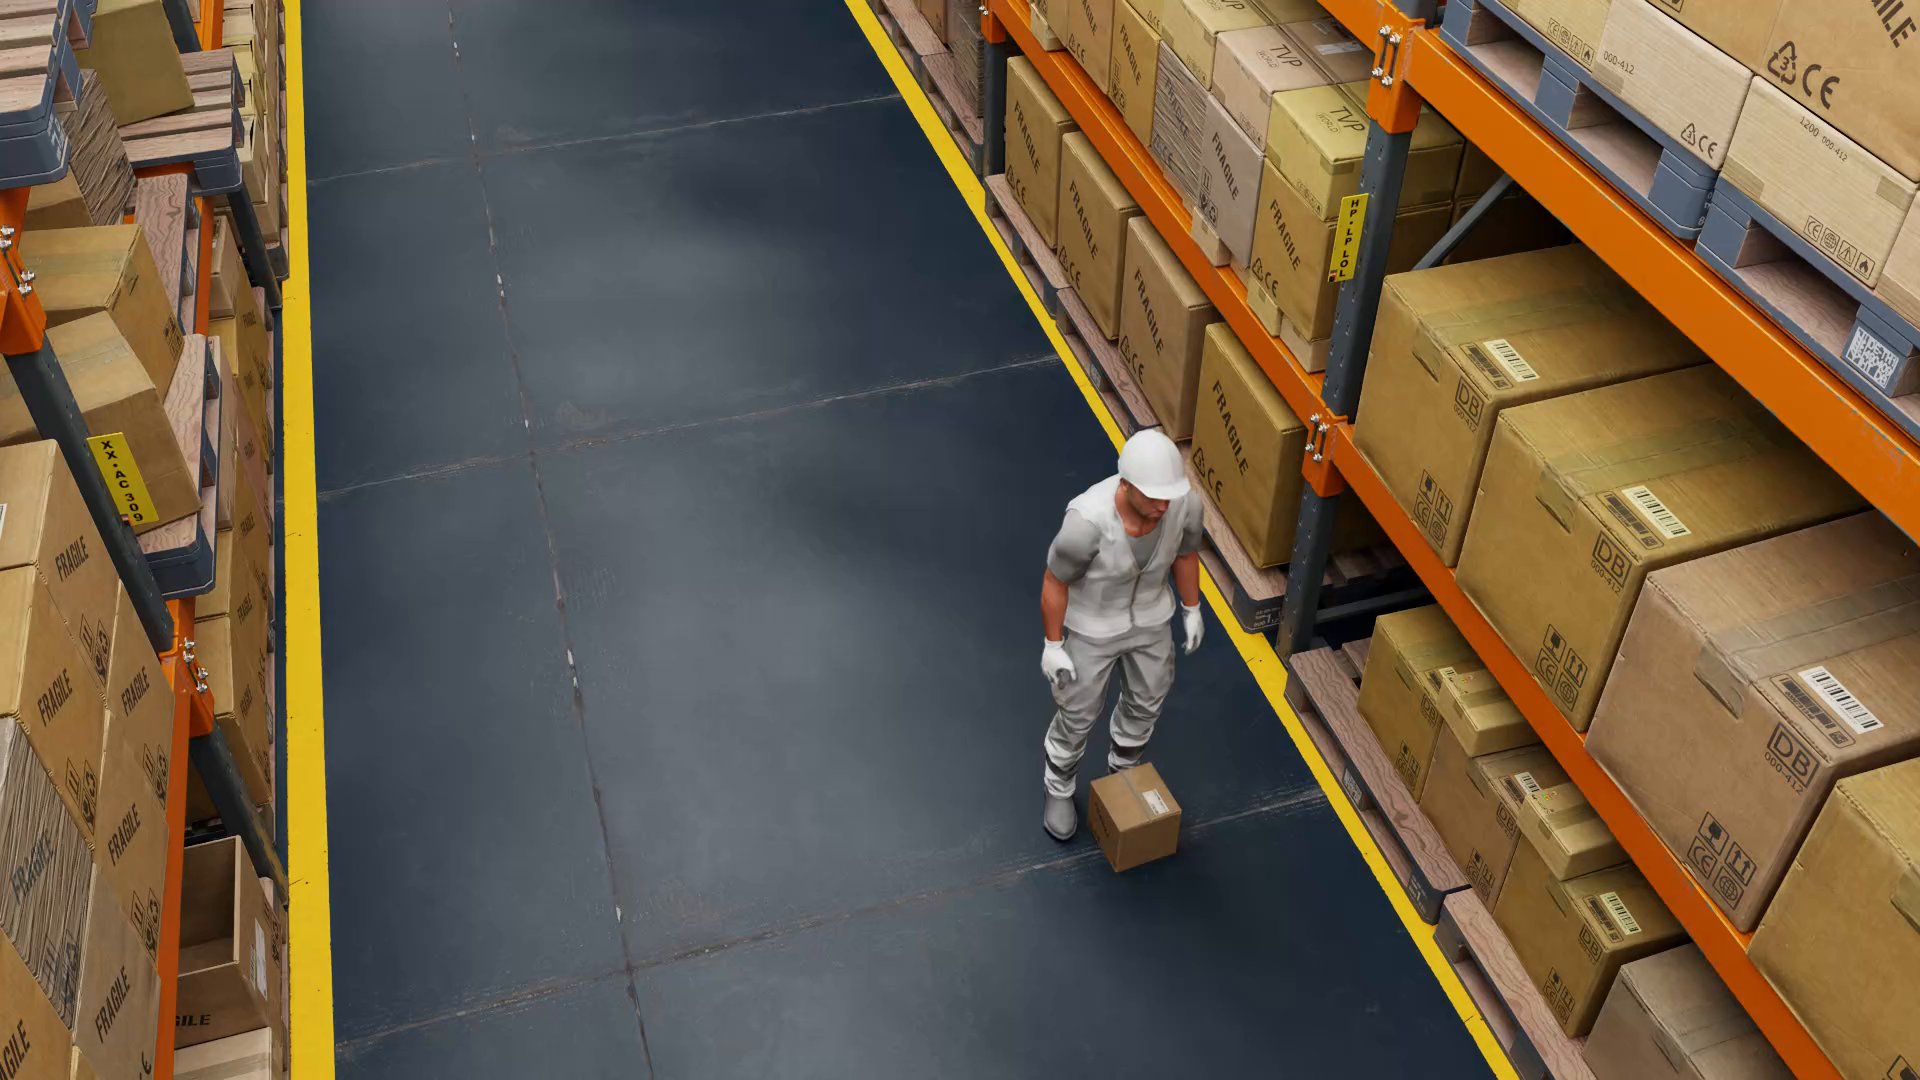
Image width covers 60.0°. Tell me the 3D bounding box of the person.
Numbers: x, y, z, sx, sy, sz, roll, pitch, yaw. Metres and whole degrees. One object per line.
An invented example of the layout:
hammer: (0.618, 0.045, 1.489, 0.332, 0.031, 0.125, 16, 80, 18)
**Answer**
person: (0.565, 0.315, 5.796, 0.623, 1.780, 0.448, -13, 44, -14)
